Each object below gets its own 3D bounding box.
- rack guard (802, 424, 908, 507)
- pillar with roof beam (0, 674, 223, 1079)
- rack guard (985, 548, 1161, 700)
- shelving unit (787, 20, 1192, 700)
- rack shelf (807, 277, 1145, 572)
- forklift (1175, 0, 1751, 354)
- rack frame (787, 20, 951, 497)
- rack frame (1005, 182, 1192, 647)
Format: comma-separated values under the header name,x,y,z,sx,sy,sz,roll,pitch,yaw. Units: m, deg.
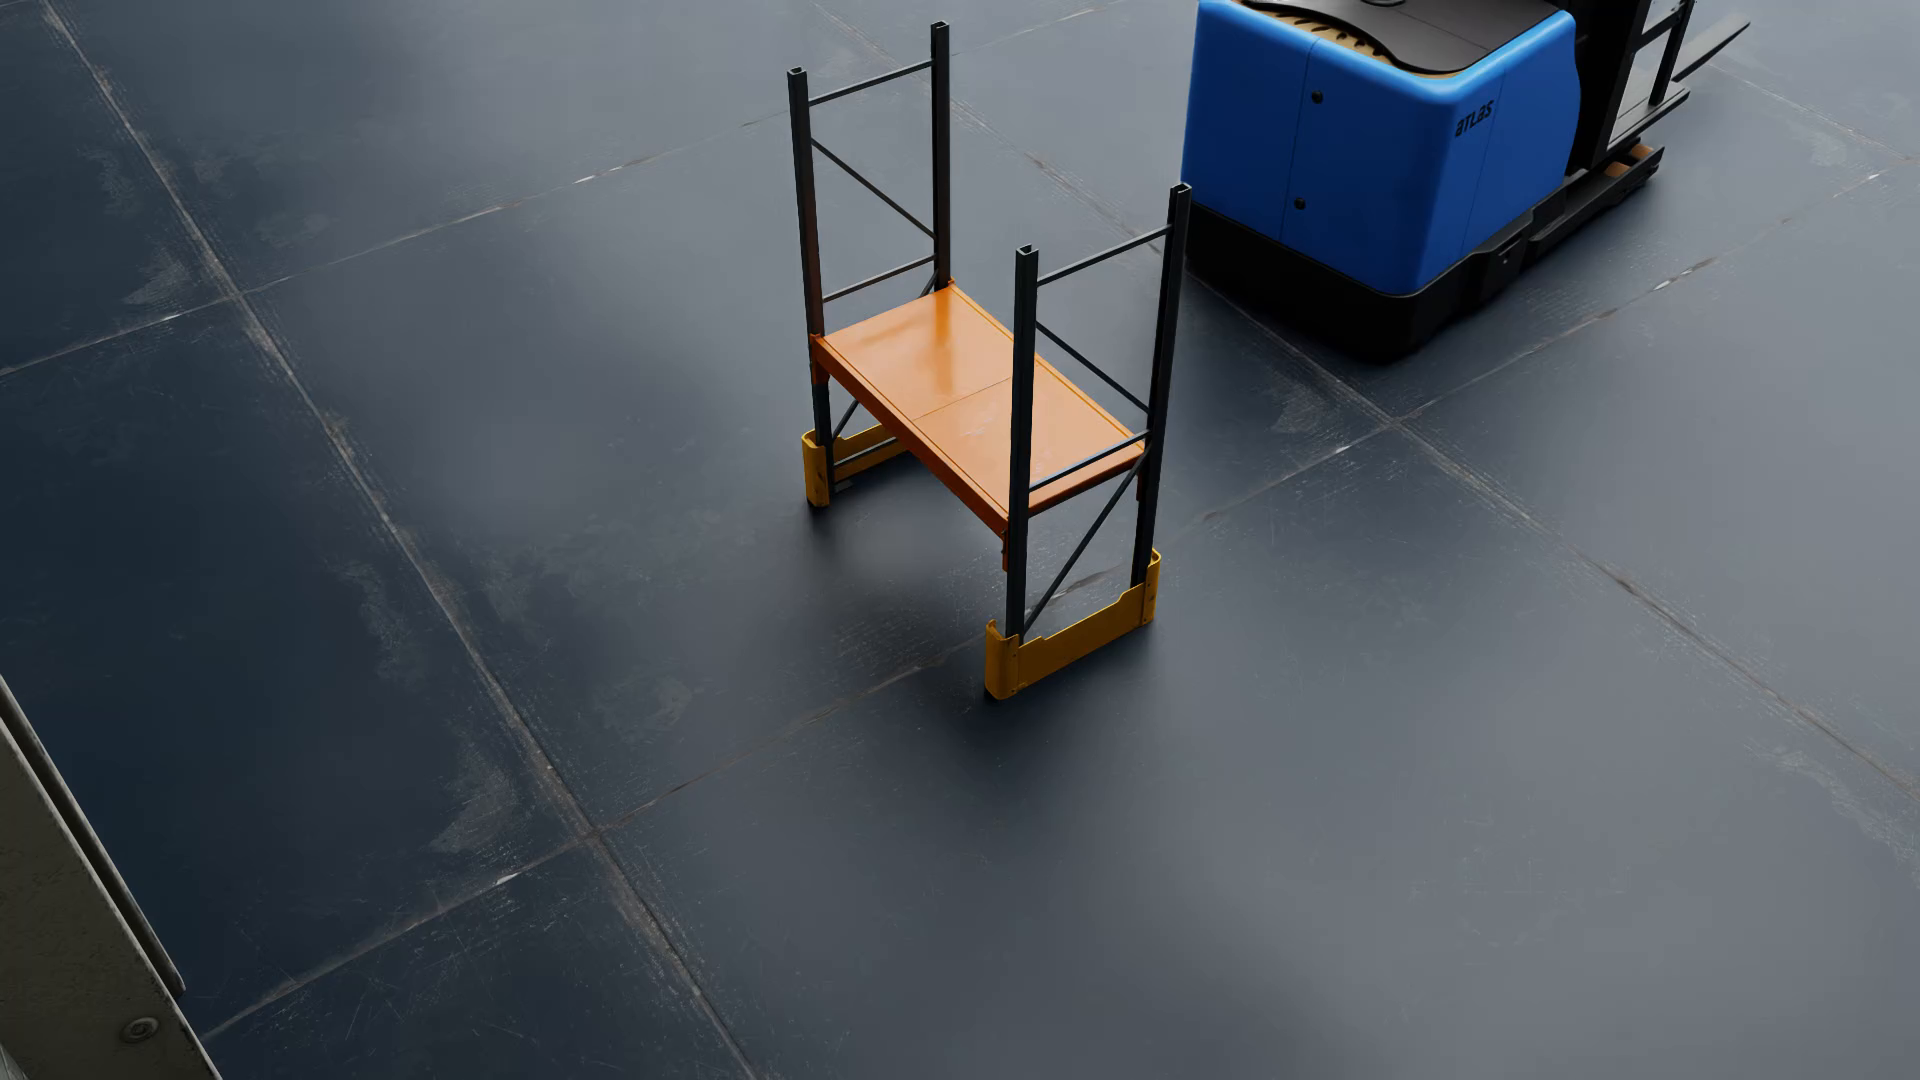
name,x,y,z,sx,sy,sz,roll,pitch,yaw
rack guard,-0.241,-0.329,5.414,0.587,0.250,0.087,-26,49,-24
pillar with roof beam,1.583,-3.706,2.615,9.100,9.000,0.400,-26,49,-24
rack guard,0.328,0.235,4.823,0.587,0.250,0.087,-26,49,-24
shelving unit,0.044,-0.499,4.687,0.587,1.500,1.083,-26,49,-24
rack shelf,0.049,-0.364,4.806,0.538,0.185,1.000,-26,49,-24
forklift,2.193,-2.627,5.879,1.130,2.935,3.031,34,53,31
rack frame,-0.242,-0.782,4.983,0.500,1.500,0.032,-26,49,-24
rack frame,0.340,-0.206,4.380,0.500,1.500,0.032,-26,49,-24
